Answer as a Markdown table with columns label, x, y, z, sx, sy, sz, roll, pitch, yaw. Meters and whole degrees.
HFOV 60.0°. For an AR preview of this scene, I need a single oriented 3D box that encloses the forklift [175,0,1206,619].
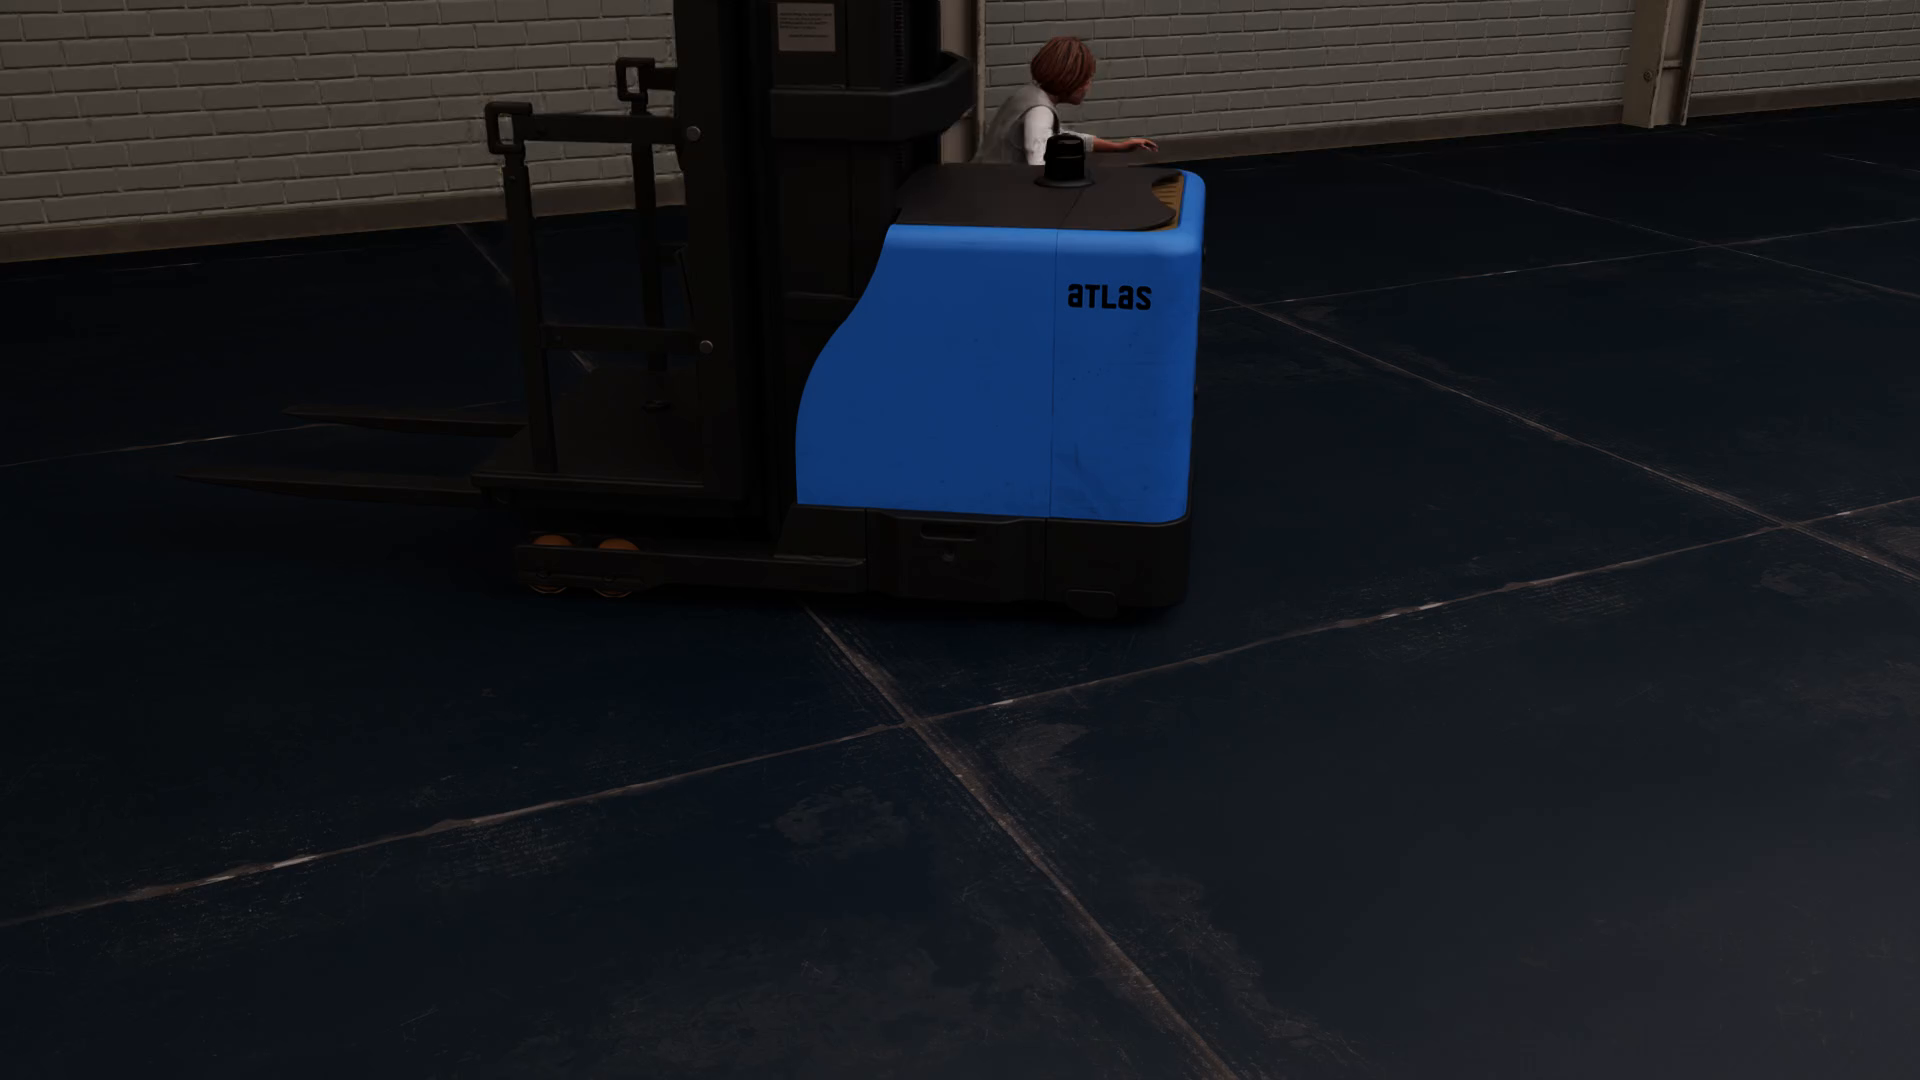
| label | x | y | z | sx | sy | sz | roll | pitch | yaw |
| --- | --- | --- | --- | --- | --- | --- | --- | --- | --- |
| forklift | -0.816 | -1.384 | 4.617 | 3.031 | 2.935 | 1.130 | 3 | 23 | 8 |

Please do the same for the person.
| label | x | y | z | sx | sy | sz | roll | pitch | yaw |
| --- | --- | --- | --- | --- | --- | --- | --- | --- | --- |
| person | 0.389 | -1.071 | 5.930 | 0.839 | 1.368 | 0.915 | -7 | 23 | -16 |
